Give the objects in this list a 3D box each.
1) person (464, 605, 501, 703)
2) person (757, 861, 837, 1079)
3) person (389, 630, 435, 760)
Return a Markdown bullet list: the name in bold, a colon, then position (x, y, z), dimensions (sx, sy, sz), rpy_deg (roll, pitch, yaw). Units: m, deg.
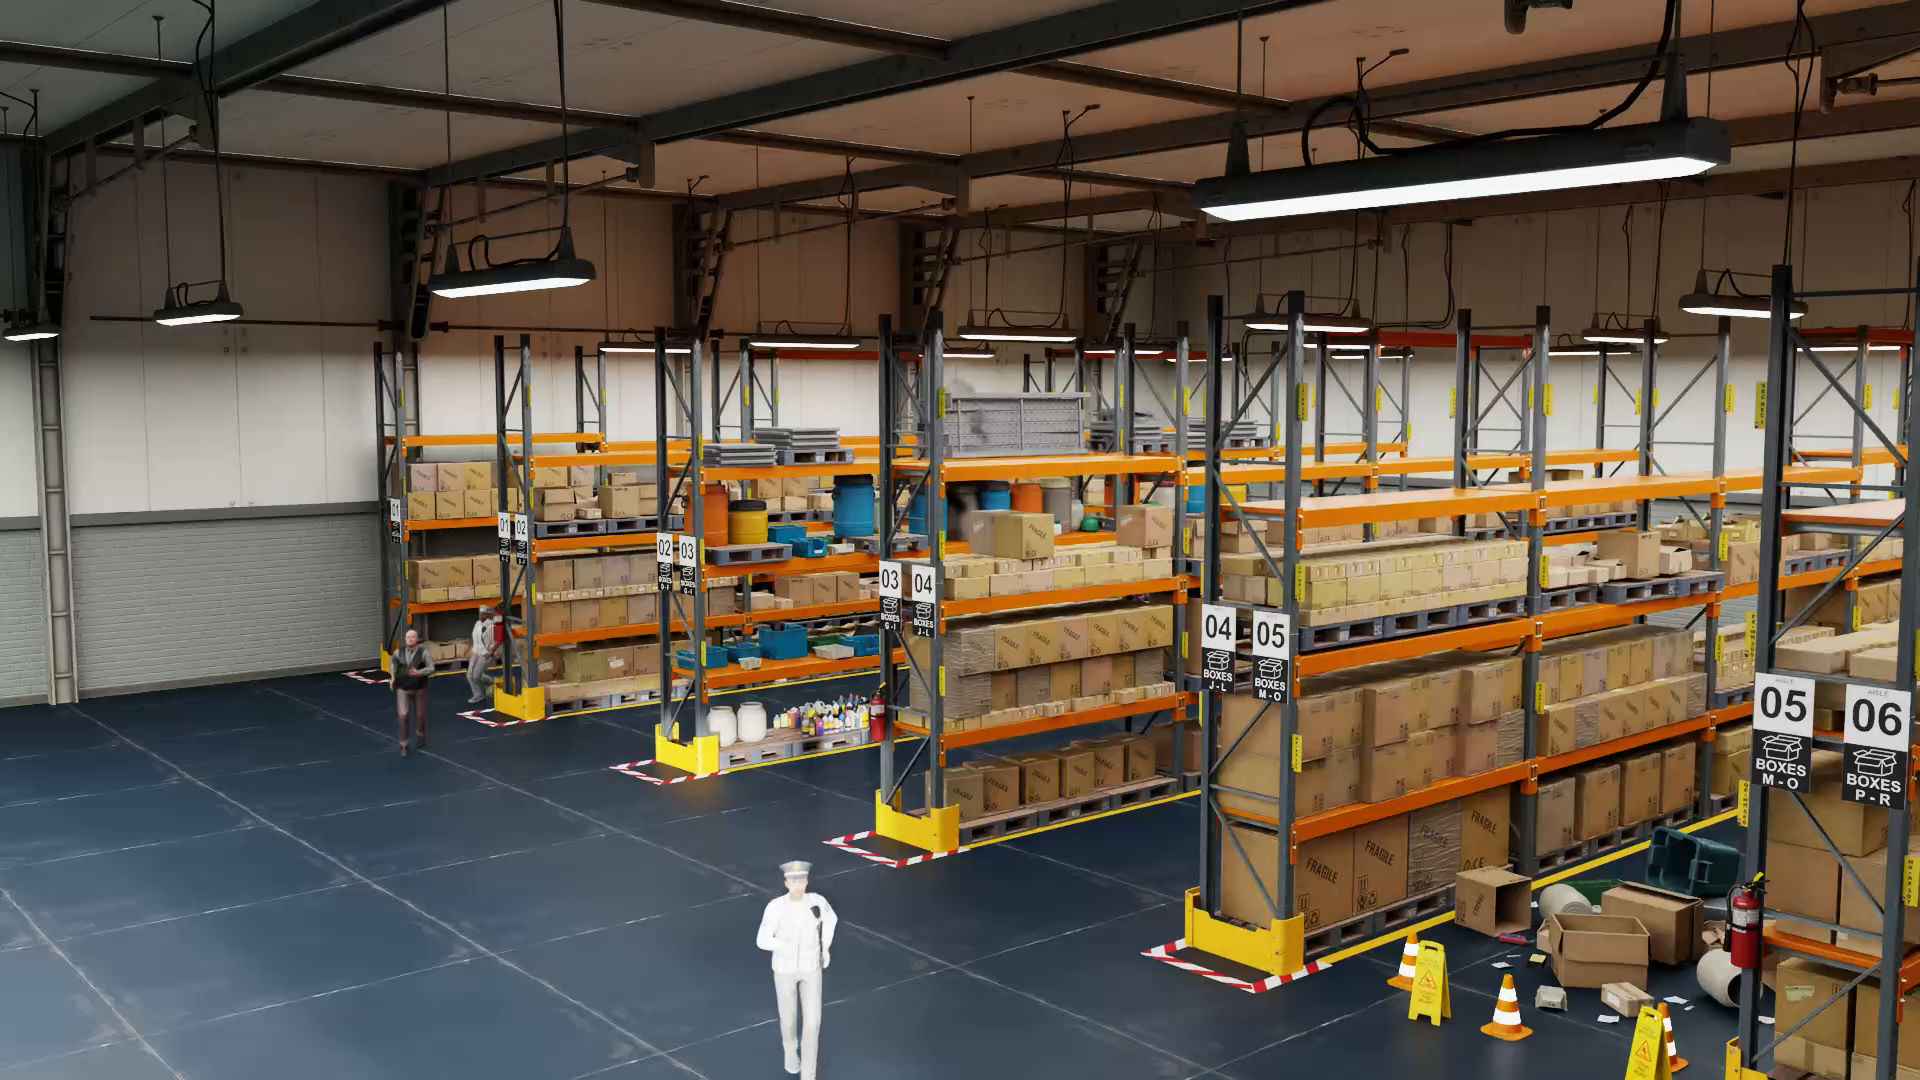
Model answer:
- **person**: position (-7.846, 1.878, 27.397), dimensions (0.625, 1.636, 0.518), rpy_deg (3, 6, 33)
- **person**: position (-1.221, 3.193, 12.237), dimensions (0.539, 1.730, 0.785), rpy_deg (-1, 5, -8)
- **person**: position (-7.758, 2.149, 23.555), dimensions (0.636, 1.763, 0.828), rpy_deg (-1, 5, -13)
